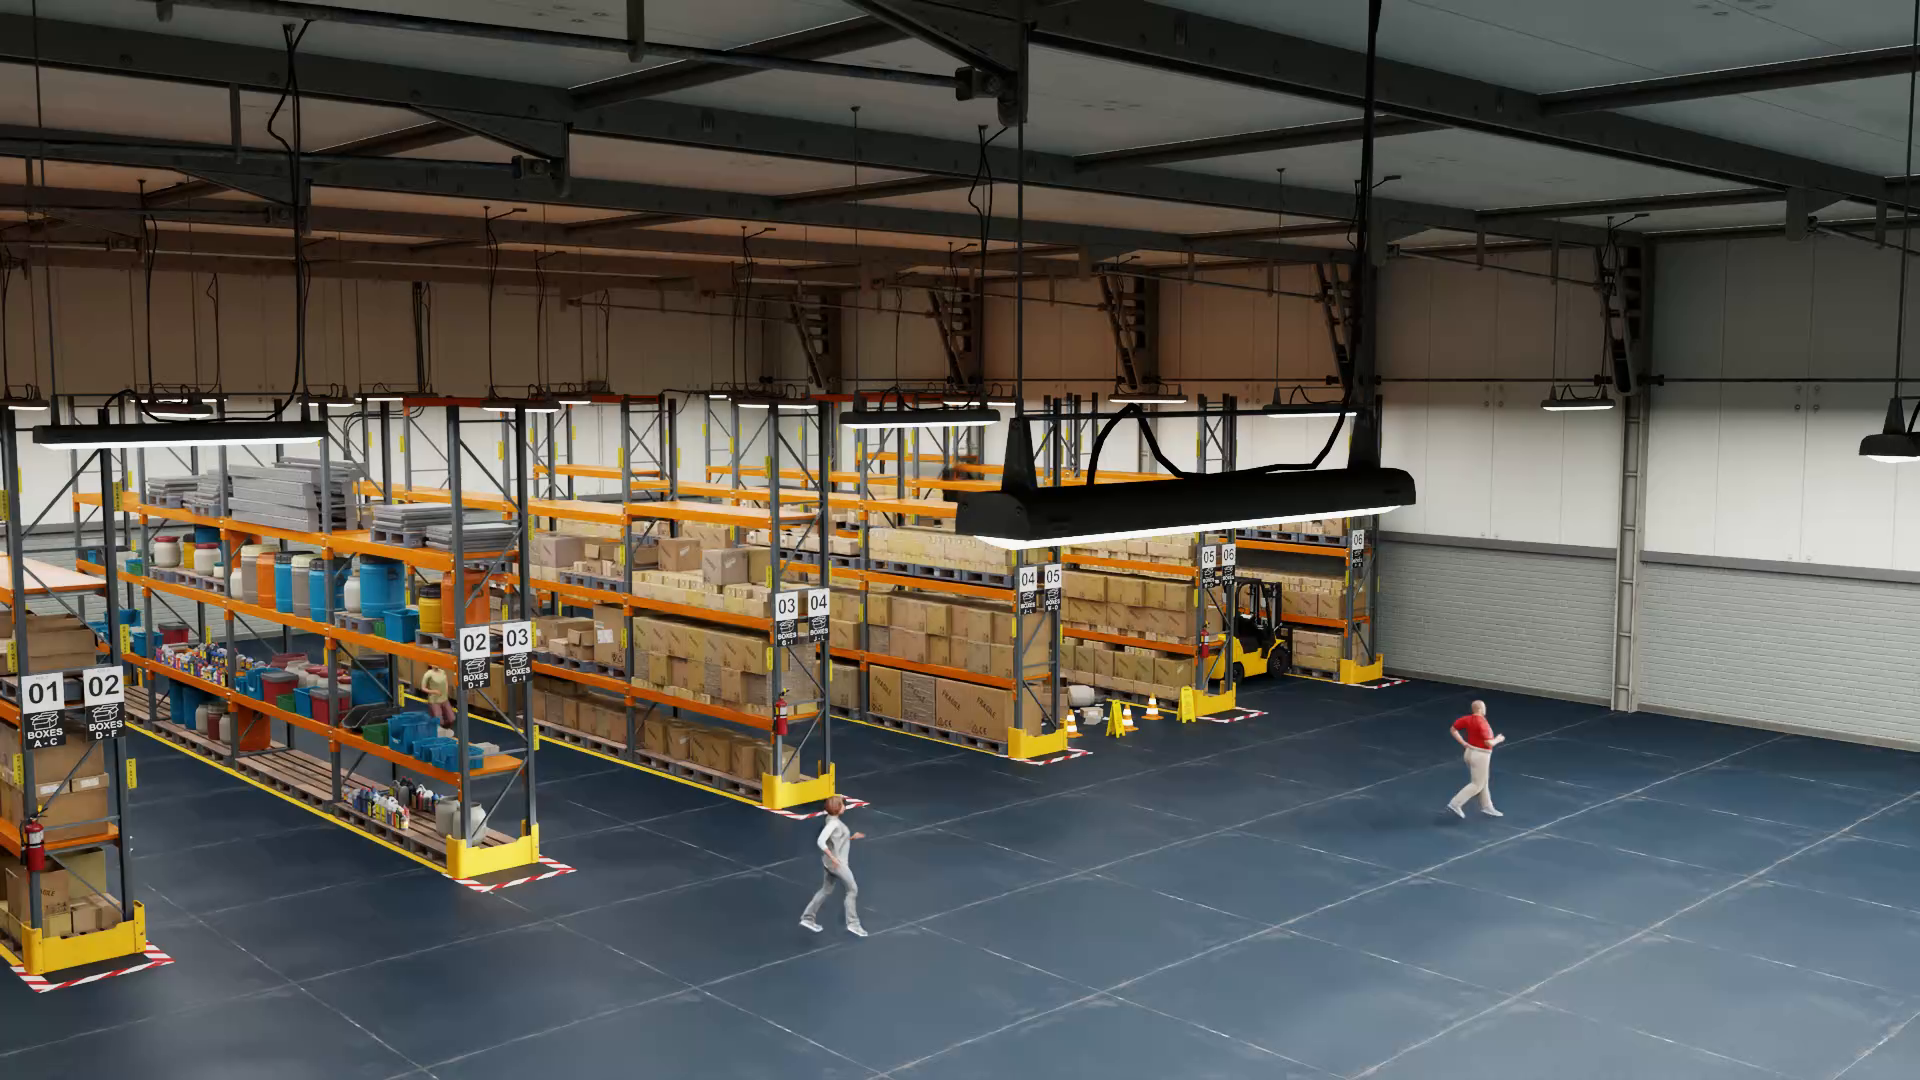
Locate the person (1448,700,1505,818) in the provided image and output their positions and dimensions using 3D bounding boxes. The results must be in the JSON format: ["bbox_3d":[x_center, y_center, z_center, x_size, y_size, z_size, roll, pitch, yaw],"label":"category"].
[{"bbox_3d":[7.408,3.153,23.815,0.966,1.740,0.659,-1,6,-14],"label":"person"}]

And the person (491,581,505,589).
[{"bbox_3d":[-10.956,1.664,39.275,0.729,1.760,0.771,1,6,10],"label":"person"}]

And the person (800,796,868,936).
[{"bbox_3d":[-1.433,3.701,18.836,0.759,1.632,0.516,-2,6,-17],"label":"person"}]

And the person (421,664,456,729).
[{"bbox_3d":[-8.903,2.767,28.426,0.542,1.625,0.573,4,7,36],"label":"person"}]
